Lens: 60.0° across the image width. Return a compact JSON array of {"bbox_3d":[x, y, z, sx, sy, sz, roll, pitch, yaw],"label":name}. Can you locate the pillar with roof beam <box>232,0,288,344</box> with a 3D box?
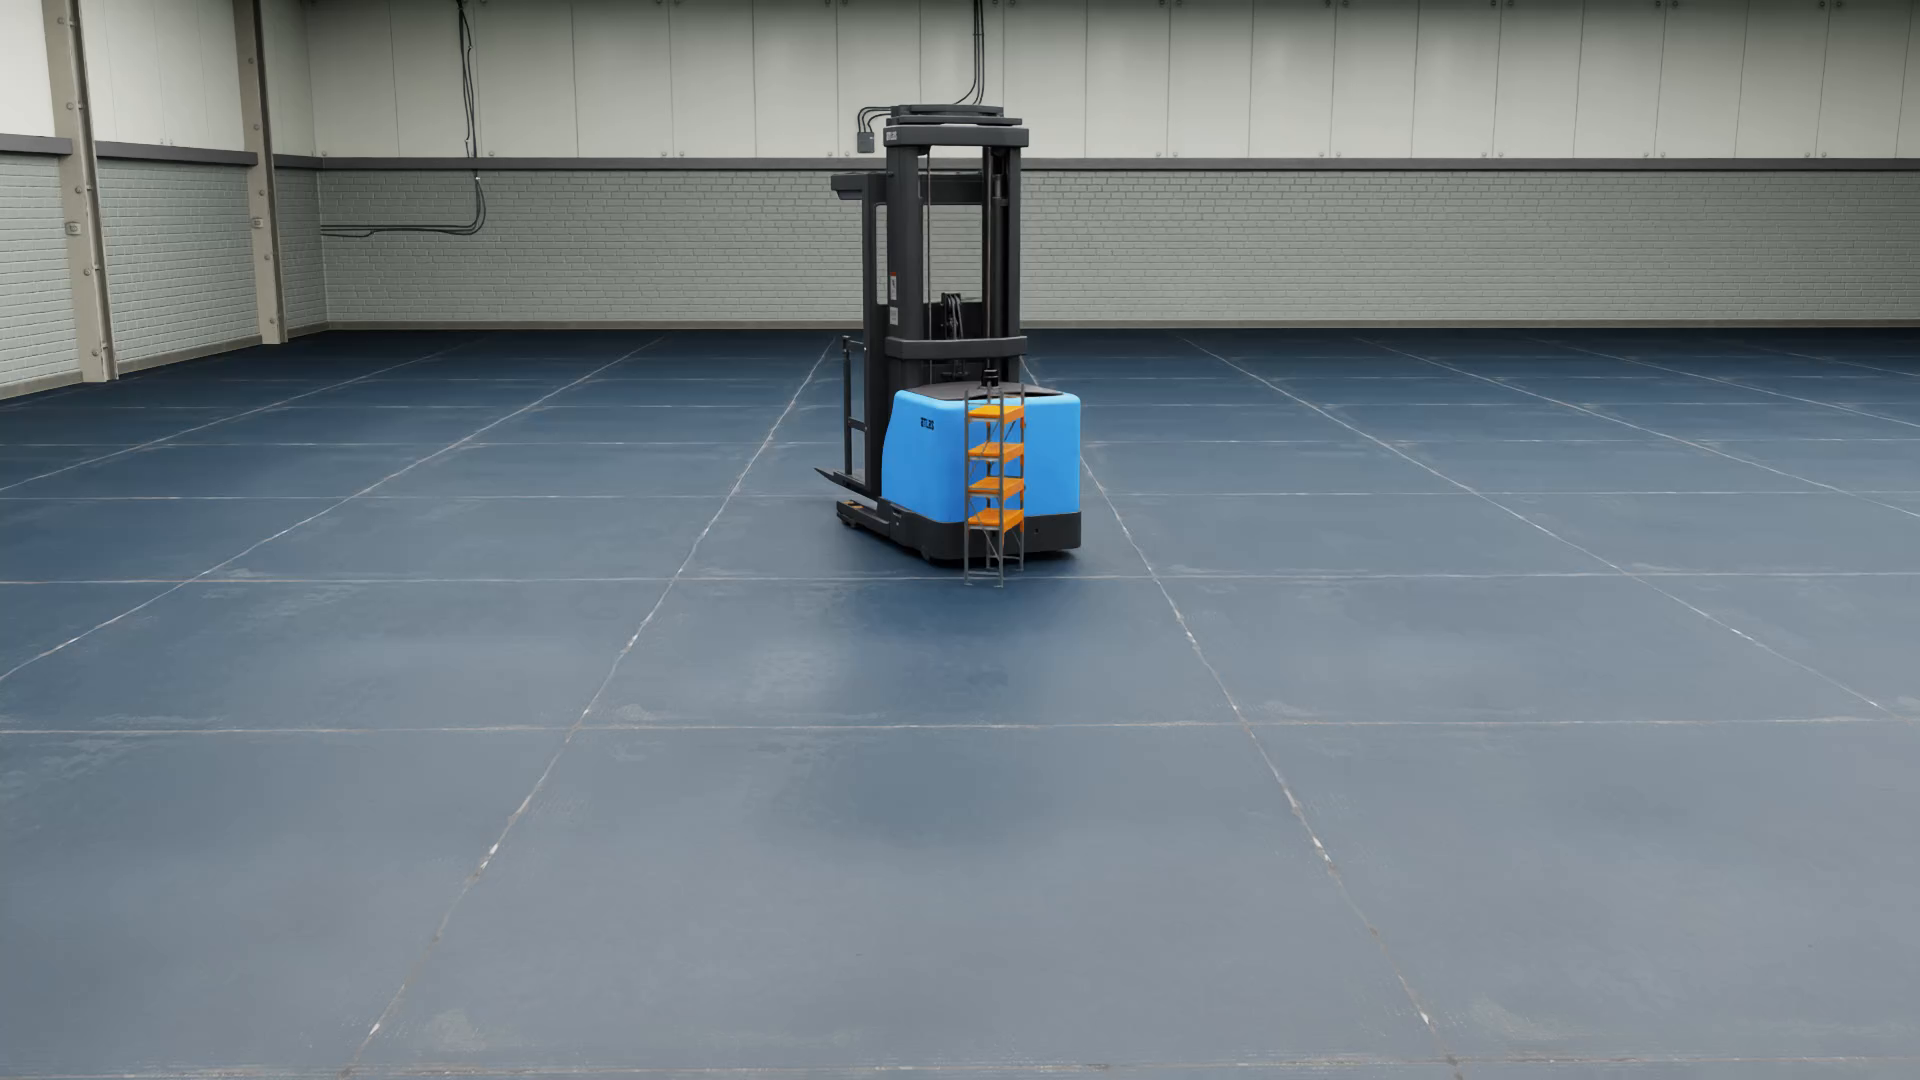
[{"bbox_3d":[-7.160,-7.723,26.996,9.100,9.000,0.400,0,11,-1],"label":"pillar with roof beam"}]

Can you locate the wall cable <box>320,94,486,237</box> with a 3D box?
[{"bbox_3d":[-10.203,-6.775,30.131,3.097,2.526,0.112,0,11,-1],"label":"wall cable"}]

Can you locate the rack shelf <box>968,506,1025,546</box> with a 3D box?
[{"bbox_3d":[0.215,-0.091,10.323,0.258,0.148,0.480,3,12,17],"label":"rack shelf"}]

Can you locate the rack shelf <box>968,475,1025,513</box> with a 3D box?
[{"bbox_3d":[0.215,-0.285,10.284,0.258,0.148,0.480,3,12,17],"label":"rack shelf"}]

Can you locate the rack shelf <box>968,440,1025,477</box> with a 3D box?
[{"bbox_3d":[0.215,-0.505,10.240,0.258,0.148,0.480,3,12,17],"label":"rack shelf"}]

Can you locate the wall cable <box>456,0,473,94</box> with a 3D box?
[{"bbox_3d":[-7.498,-9.261,29.683,3.097,2.526,0.112,0,11,-1],"label":"wall cable"}]

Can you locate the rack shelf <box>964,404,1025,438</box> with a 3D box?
[{"bbox_3d":[0.215,-0.737,10.193,0.258,0.148,0.480,3,12,17],"label":"rack shelf"}]

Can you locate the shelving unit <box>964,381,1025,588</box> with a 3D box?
[{"bbox_3d":[0.215,-0.351,10.271,0.258,1.200,0.503,3,12,17],"label":"shelving unit"}]

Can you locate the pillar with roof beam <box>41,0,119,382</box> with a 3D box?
[{"bbox_3d":[-7.036,-6.531,21.117,9.100,9.000,0.400,0,11,-1],"label":"pillar with roof beam"}]

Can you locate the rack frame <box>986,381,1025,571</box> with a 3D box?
[{"bbox_3d":[0.286,-0.397,10.500,0.240,1.200,0.015,3,12,17],"label":"rack frame"}]

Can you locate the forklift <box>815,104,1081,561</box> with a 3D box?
[{"bbox_3d":[-0.252,-1.551,11.834,1.130,2.935,3.031,-5,12,-23],"label":"forklift"}]

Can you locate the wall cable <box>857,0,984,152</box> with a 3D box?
[{"bbox_3d":[-0.711,-9.999,29.660,2.305,6.003,0.169,0,11,-1],"label":"wall cable"}]

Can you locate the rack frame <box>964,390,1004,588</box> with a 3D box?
[{"bbox_3d":[0.144,-0.305,10.042,0.240,1.200,0.015,3,12,17],"label":"rack frame"}]
